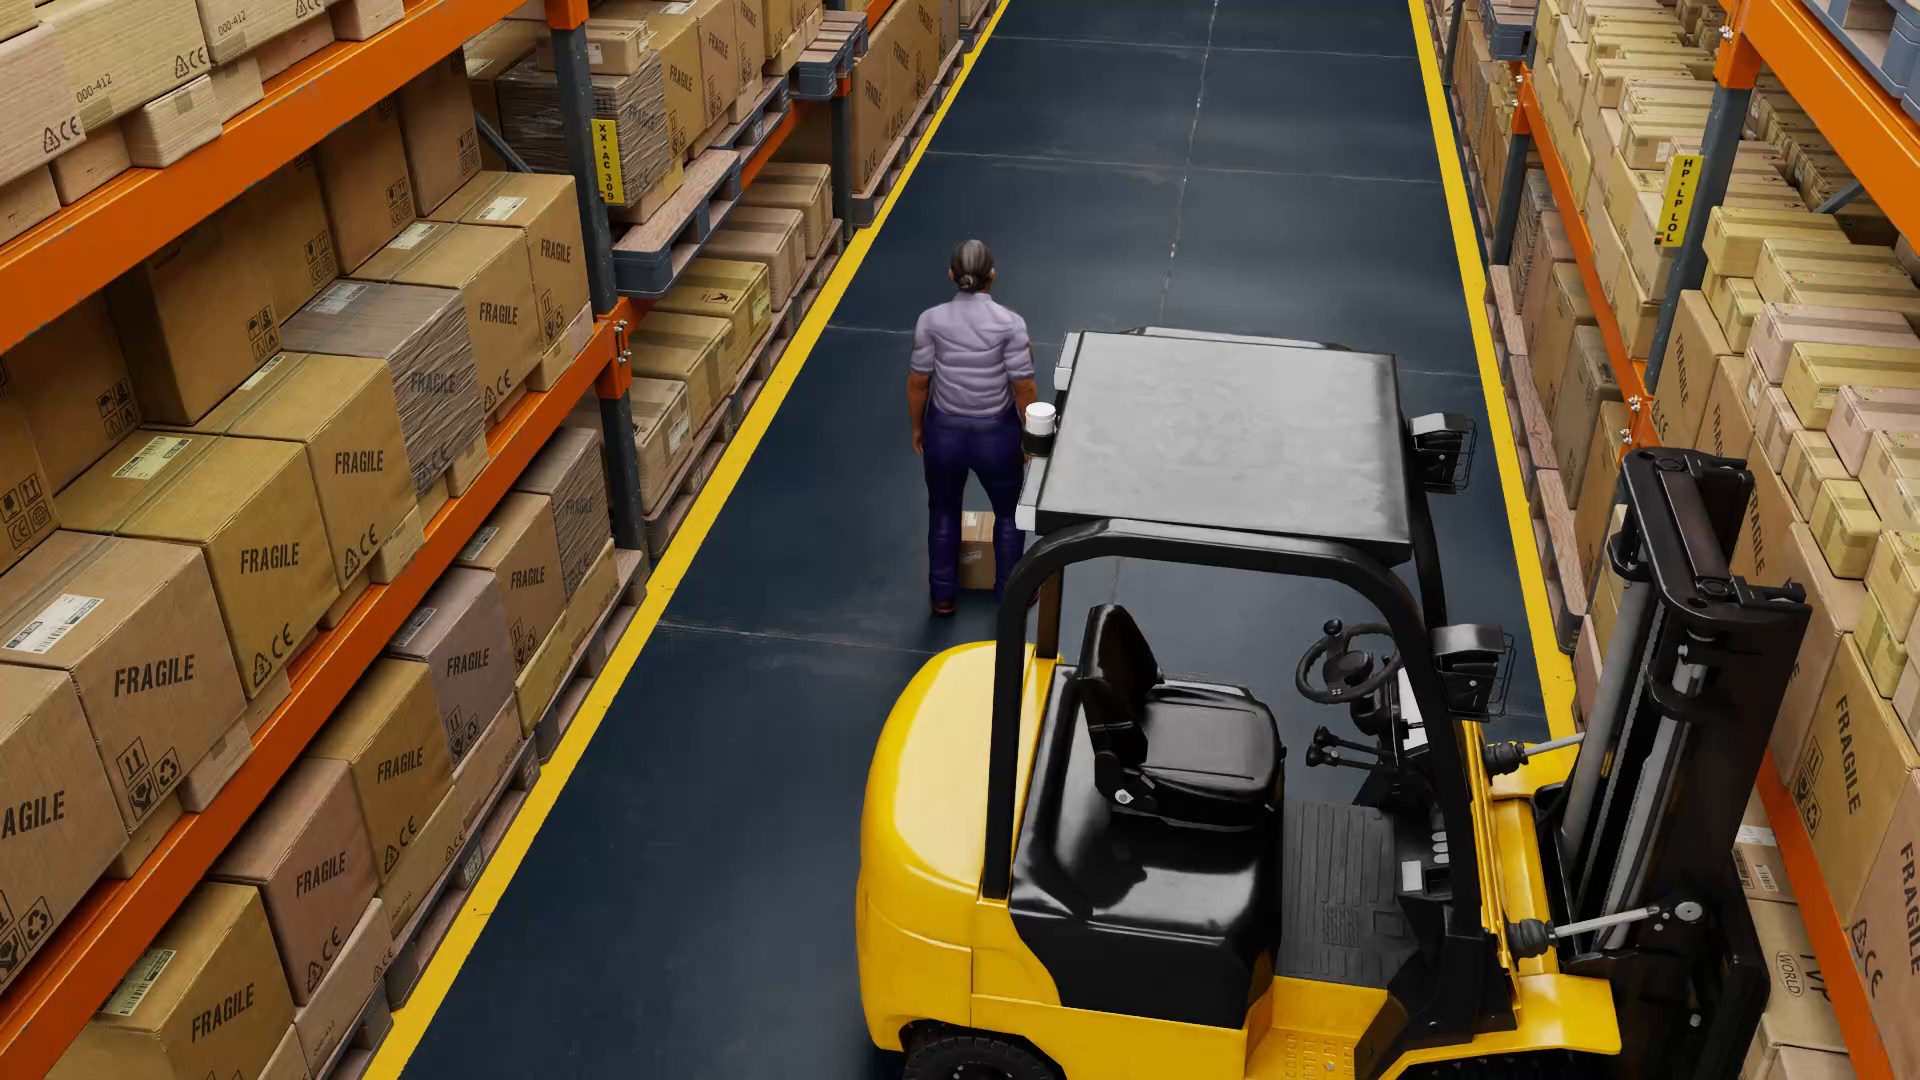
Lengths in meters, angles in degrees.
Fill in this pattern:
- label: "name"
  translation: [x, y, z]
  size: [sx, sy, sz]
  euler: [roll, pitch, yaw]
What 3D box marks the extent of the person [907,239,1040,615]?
- label: "person"
  translation: [0.063, -0.417, 6.798]
  size: [0.546, 1.651, 0.367]
  euler: [5, 33, 8]
